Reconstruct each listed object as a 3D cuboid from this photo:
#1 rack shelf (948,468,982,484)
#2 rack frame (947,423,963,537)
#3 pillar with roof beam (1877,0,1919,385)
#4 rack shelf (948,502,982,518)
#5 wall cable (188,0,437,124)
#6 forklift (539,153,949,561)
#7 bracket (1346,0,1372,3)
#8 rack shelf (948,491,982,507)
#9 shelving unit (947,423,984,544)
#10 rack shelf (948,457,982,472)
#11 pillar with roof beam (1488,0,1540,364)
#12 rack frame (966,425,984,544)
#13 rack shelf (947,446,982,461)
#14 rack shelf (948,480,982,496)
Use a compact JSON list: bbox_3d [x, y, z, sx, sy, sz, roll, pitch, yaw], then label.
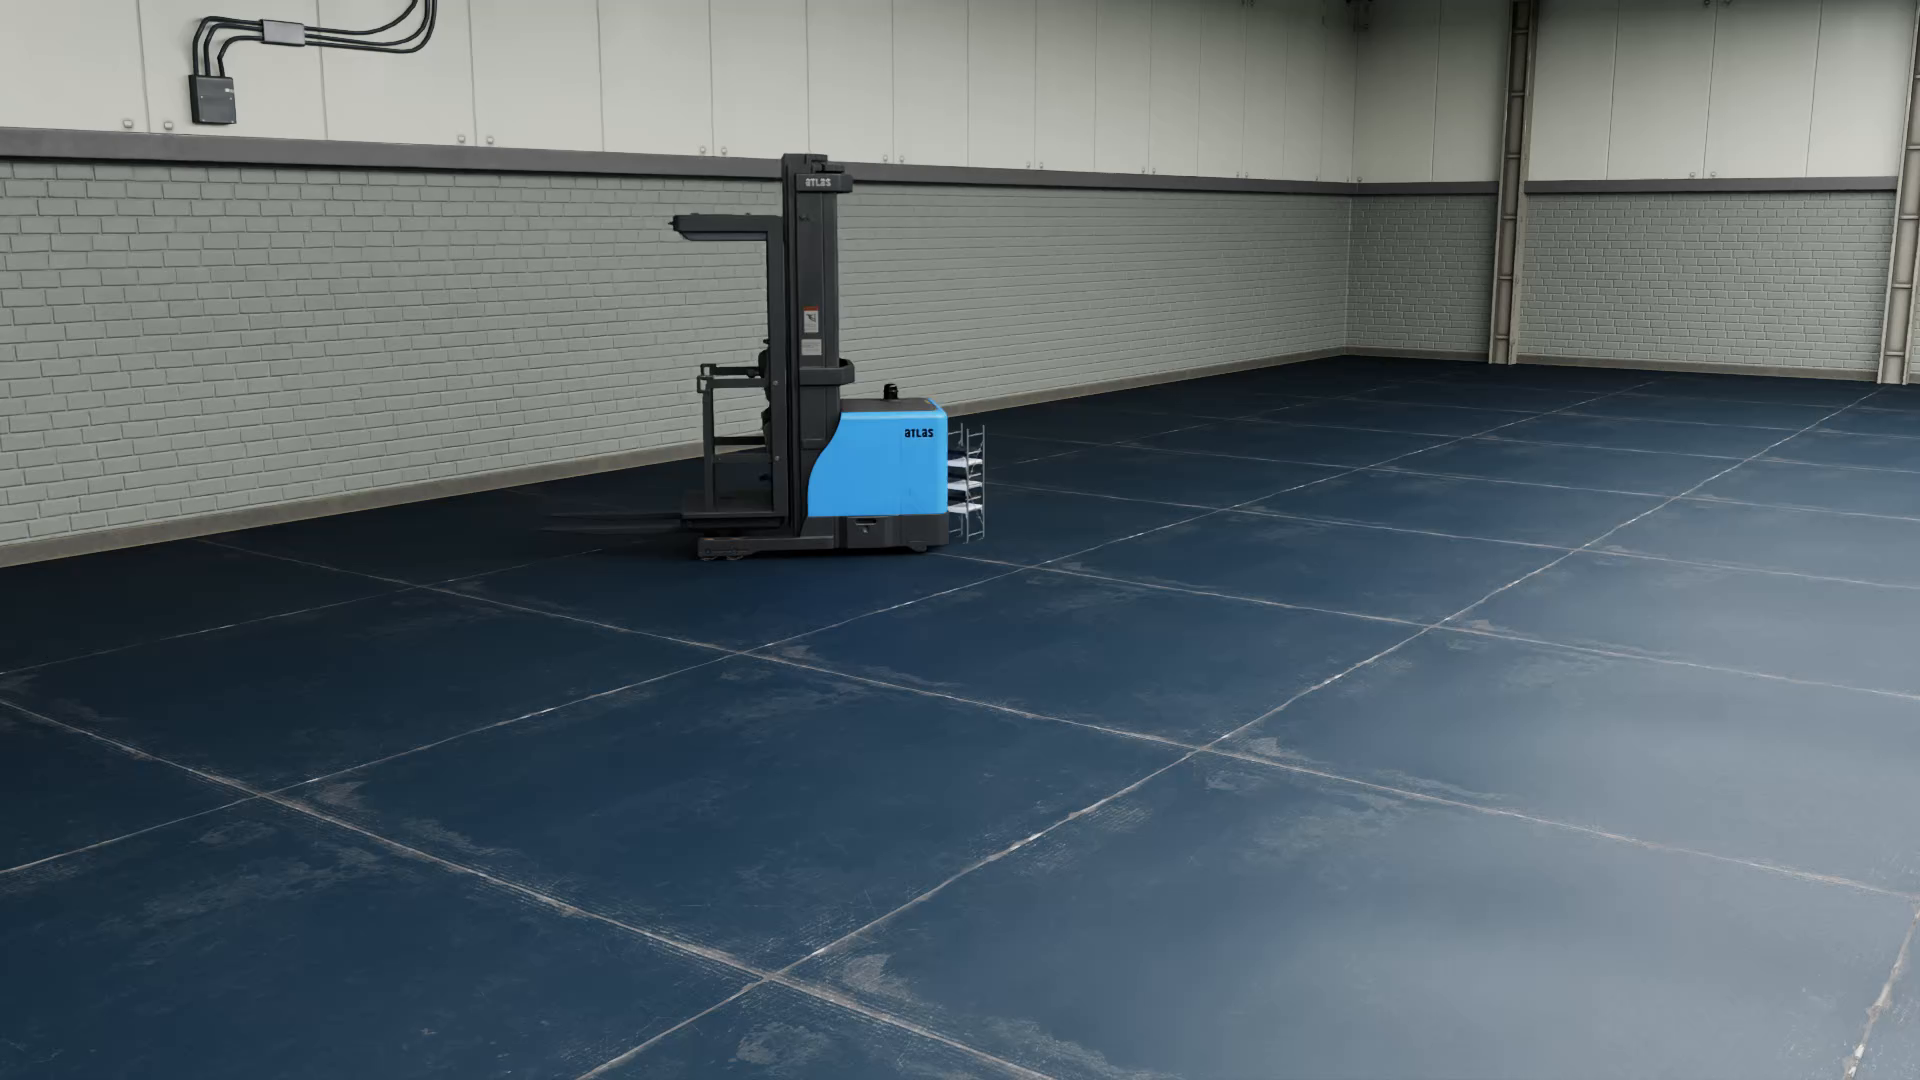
[{"bbox_3d":[0.035,-0.498,12.935,0.200,0.077,0.258,7,13,33],"label":"rack shelf"},{"bbox_3d":[-0.049,-0.453,13.002,0.006,0.900,0.240,7,13,33],"label":"rack frame"},{"bbox_3d":[11.726,-6.161,21.186,0.400,9.000,9.100,8,13,36],"label":"pillar with roof beam"},{"bbox_3d":[0.035,-0.233,12.986,0.200,0.077,0.258,7,13,33],"label":"rack shelf"},{"bbox_3d":[-5.167,-6.328,13.092,0.169,6.003,2.305,8,13,36],"label":"wall cable"},{"bbox_3d":[-1.637,-1.392,12.507,3.031,2.935,1.130,-1,11,-7],"label":"forklift"},{"bbox_3d":[6.983,-9.521,29.075,0.430,0.232,0.235,8,13,36],"label":"bracket"},{"bbox_3d":[0.035,-0.321,12.969,0.200,0.077,0.258,7,13,33],"label":"rack shelf"},{"bbox_3d":[0.035,-0.442,12.946,0.210,0.900,0.258,7,13,33],"label":"shelving unit"},{"bbox_3d":[0.035,-0.586,12.918,0.200,0.077,0.258,7,13,33],"label":"rack shelf"},{"bbox_3d":[6.890,-6.836,24.673,0.548,9.000,9.100,8,13,36],"label":"pillar with roof beam"},{"bbox_3d":[0.119,-0.431,12.890,0.006,0.900,0.240,7,13,33],"label":"rack frame"},{"bbox_3d":[0.035,-0.675,12.900,0.200,0.077,0.258,7,13,33],"label":"rack shelf"},{"bbox_3d":[0.035,-0.409,12.952,0.200,0.077,0.258,7,13,33],"label":"rack shelf"}]
